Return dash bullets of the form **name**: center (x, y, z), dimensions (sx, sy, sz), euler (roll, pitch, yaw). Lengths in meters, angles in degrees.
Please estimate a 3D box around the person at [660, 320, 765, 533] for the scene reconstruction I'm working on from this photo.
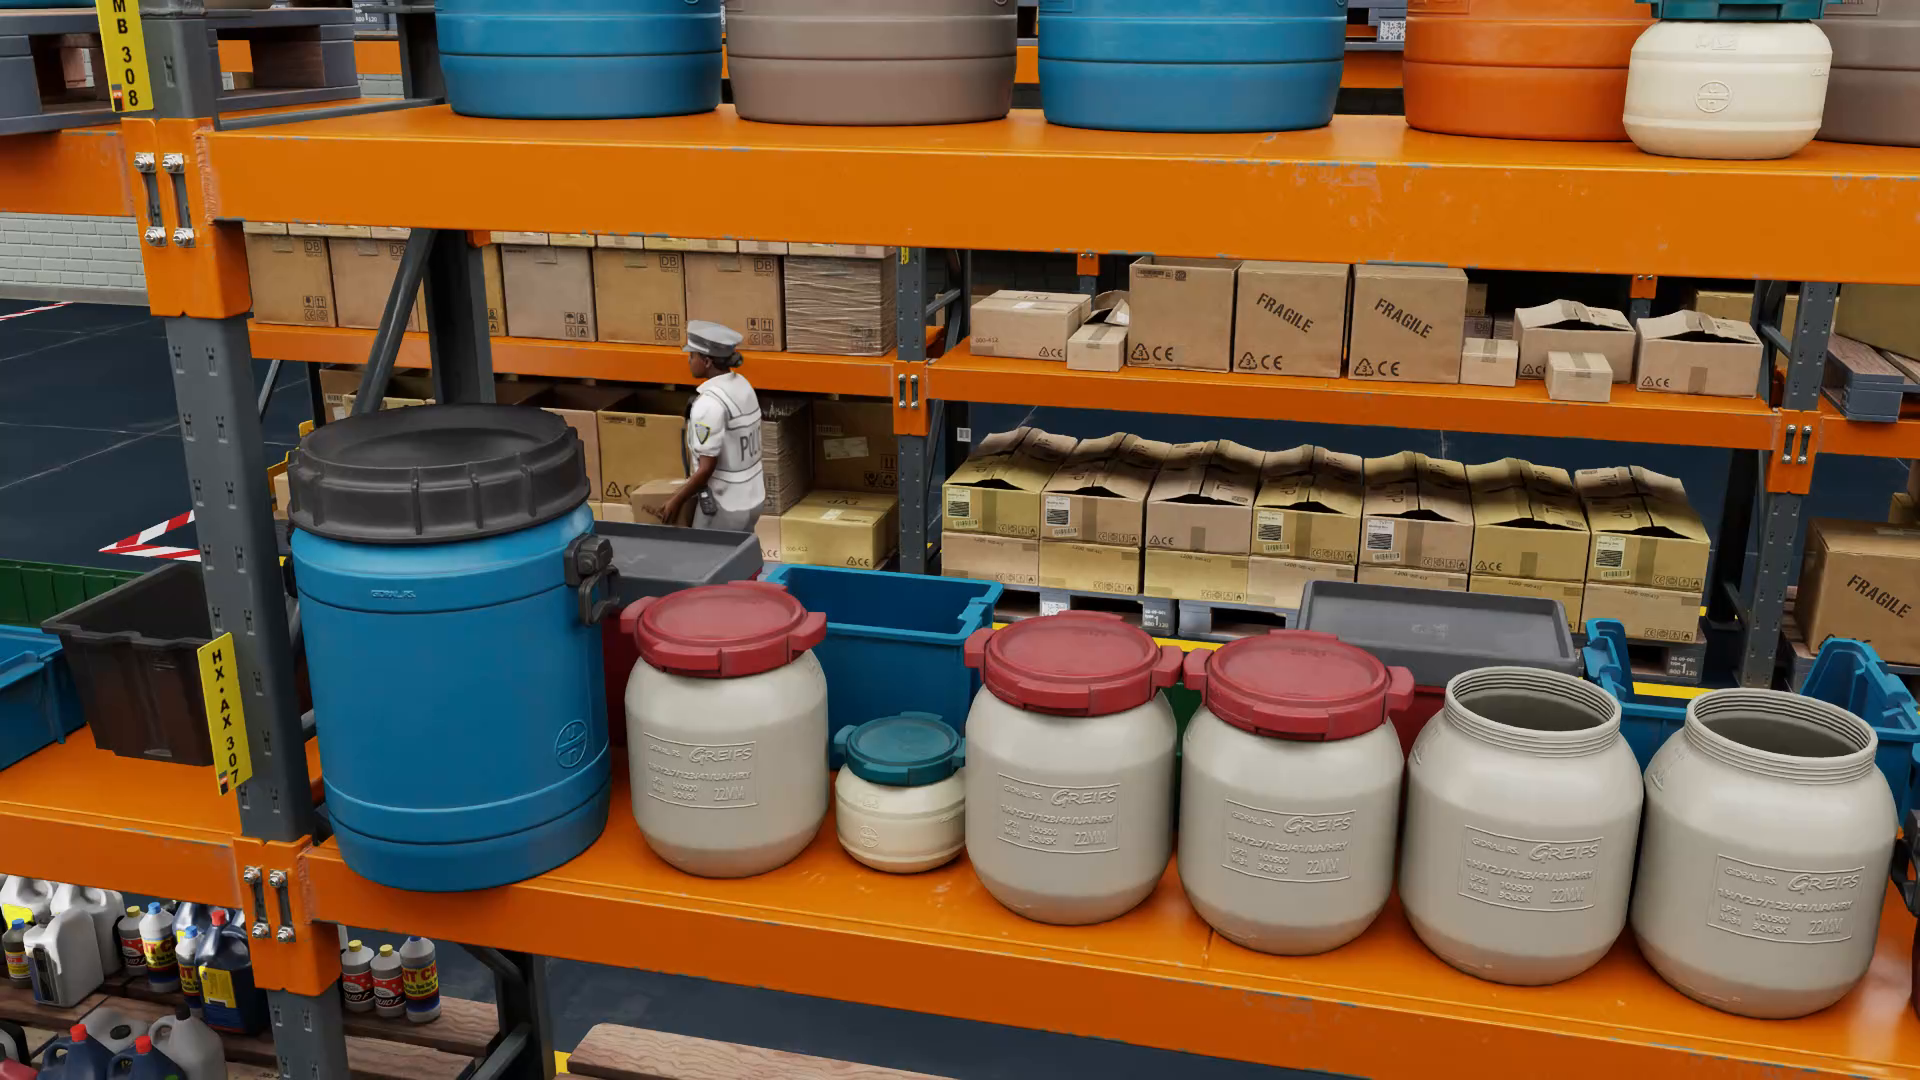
- **person**: center (-1.102, -0.156, 7.489), dimensions (0.429, 1.684, 0.479), euler (4, 19, 13)
